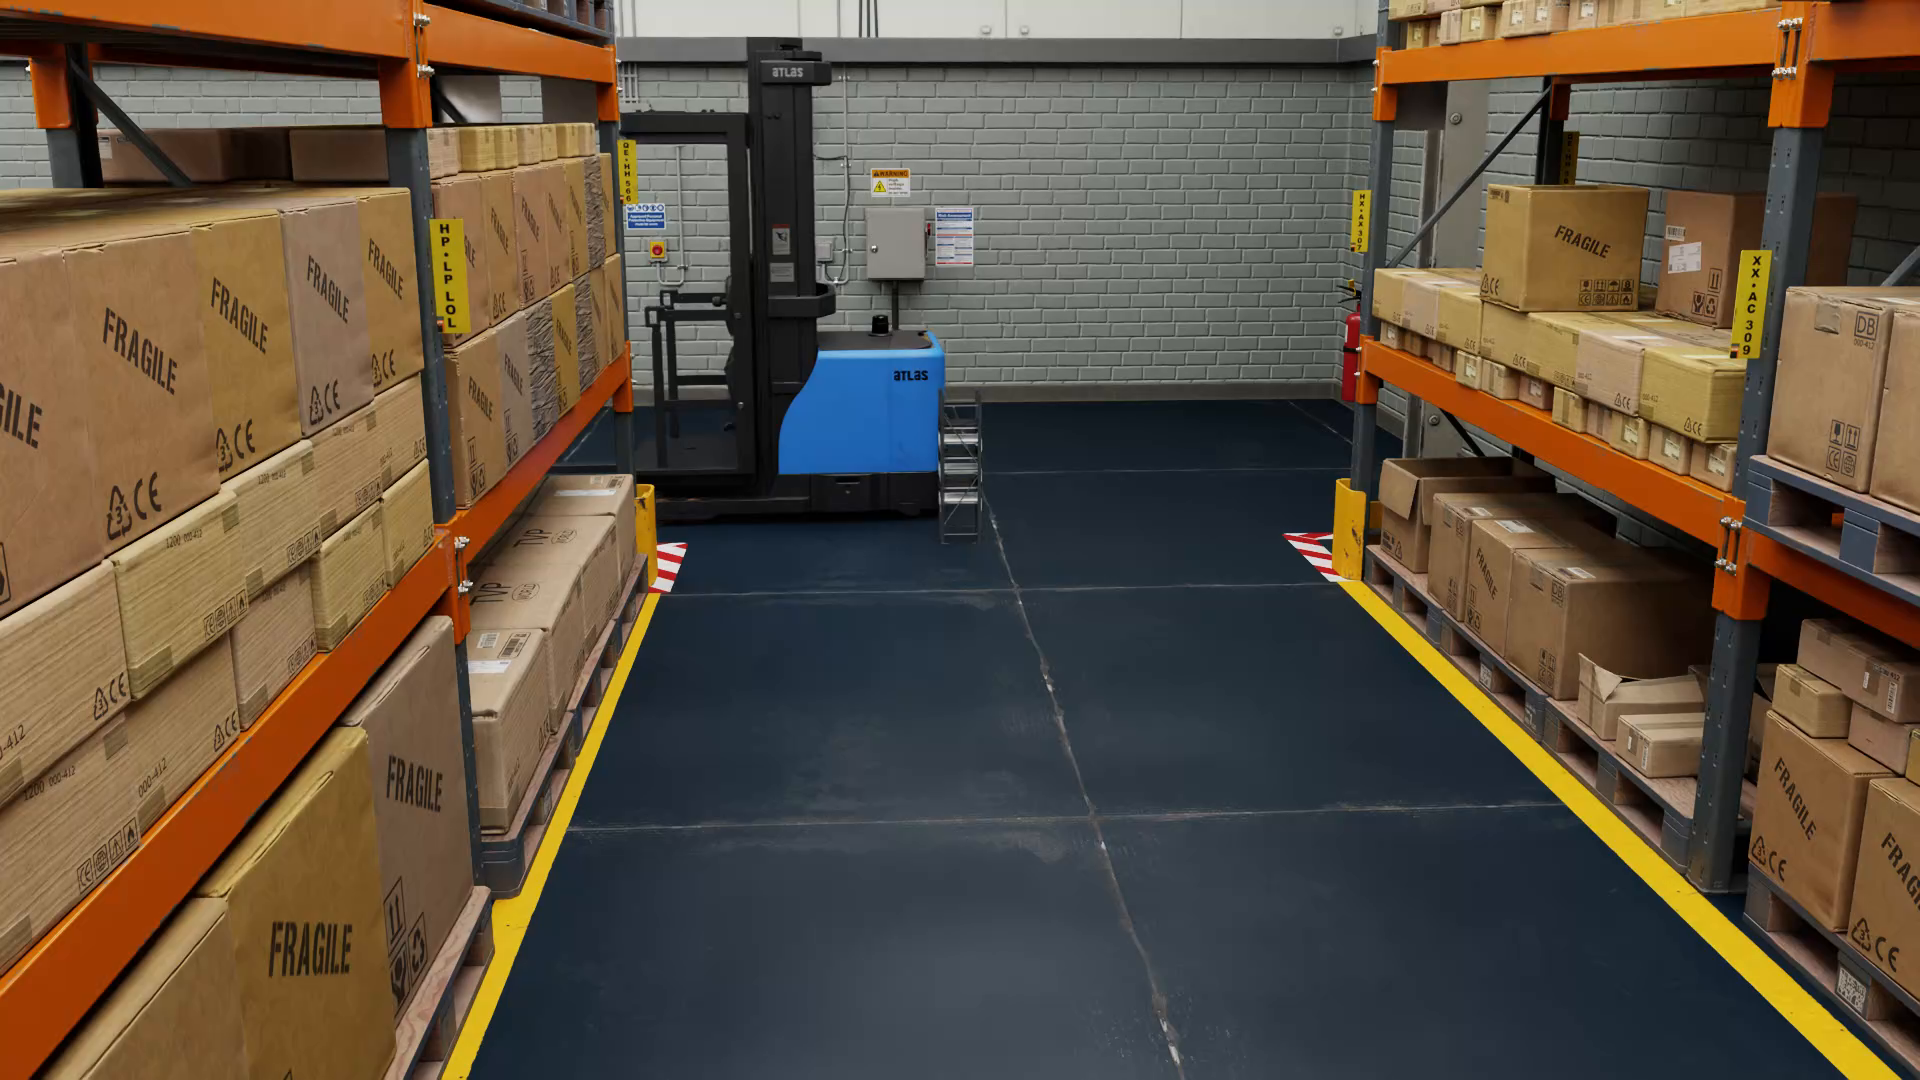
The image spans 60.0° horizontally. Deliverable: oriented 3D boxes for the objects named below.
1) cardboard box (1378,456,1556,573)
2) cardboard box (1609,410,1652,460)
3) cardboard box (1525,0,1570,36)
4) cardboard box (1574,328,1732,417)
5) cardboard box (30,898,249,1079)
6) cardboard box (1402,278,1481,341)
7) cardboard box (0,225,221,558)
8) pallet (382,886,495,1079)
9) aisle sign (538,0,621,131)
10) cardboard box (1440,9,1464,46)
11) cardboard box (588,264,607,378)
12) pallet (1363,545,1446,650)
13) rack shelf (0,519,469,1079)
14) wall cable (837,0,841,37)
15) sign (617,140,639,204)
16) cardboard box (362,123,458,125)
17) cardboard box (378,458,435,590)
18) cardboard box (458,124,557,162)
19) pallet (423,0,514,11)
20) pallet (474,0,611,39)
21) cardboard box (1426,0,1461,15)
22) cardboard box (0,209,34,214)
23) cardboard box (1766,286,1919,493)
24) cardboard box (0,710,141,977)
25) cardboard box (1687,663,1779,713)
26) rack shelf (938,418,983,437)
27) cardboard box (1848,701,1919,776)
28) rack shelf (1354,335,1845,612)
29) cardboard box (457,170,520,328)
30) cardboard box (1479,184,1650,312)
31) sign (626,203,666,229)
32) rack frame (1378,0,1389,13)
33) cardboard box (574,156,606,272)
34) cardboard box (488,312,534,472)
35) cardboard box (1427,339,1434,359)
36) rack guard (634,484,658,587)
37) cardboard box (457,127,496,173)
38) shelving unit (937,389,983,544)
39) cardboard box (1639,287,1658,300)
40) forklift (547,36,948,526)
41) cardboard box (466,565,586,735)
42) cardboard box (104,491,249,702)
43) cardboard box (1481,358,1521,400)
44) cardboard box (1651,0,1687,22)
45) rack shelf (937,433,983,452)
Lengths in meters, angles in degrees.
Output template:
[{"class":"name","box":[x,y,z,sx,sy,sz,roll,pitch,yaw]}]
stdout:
[{"class":"cardboard box","box":[2.635,-0.139,8.716,0.797,0.503,0.637,-1,15,-6]},{"class":"cardboard box","box":[2.590,-0.386,6.012,0.380,0.149,0.250,-1,14,-2]},{"class":"cardboard box","box":[2.498,-2.102,6.661,0.380,0.149,0.250,-1,14,-2]},{"class":"cardboard box","box":[2.619,-0.622,6.130,0.500,0.250,0.500,-1,14,-3]},{"class":"cardboard box","box":[-1.777,1.199,2.767,0.875,0.875,0.875,-1,14,-3]},{"class":"cardboard box","box":[2.483,-1.128,8.093,0.500,0.250,0.500,-1,14,-3]},{"class":"cardboard box","box":[-1.638,-0.268,2.842,0.500,0.500,0.500,-1,14,-3]},{"class":"pallet","box":[-1.891,1.315,4.492,1.003,0.211,1.213,-1,14,-3]},{"class":"aisle sign","box":[-1.957,-2.503,8.517,0.394,0.787,0.004,-1,14,-3]},{"class":"cardboard box","box":[2.434,-2.354,7.641,0.380,0.149,0.250,-1,14,-2]},{"class":"cardboard box","box":[-1.952,-1.029,7.803,0.500,0.500,0.500,-1,14,-5]},{"class":"pallet","box":[2.747,0.269,8.557,1.003,0.211,1.213,-1,14,-3]},{"class":"rack shelf","box":[-1.890,0.620,3.042,1.077,0.370,4.000,-1,14,-3]},{"class":"wall cable","box":[-2.145,-5.548,13.529,2.355,3.000,0.029,-1,14,-3]},{"class":"sign","box":[-1.719,-1.901,8.598,0.100,0.325,0.005,-1,14,-3]},{"class":"cardboard box","box":[-2.527,-1.845,7.667,0.380,0.149,0.250,0,14,-2]},{"class":"cardboard box","box":[-1.735,-0.046,4.486,0.500,0.250,0.500,-1,14,-5]},{"class":"cardboard box","box":[-1.906,-1.665,6.969,0.380,0.149,0.250,-1,14,-2]},{"class":"pallet","box":[-2.054,-1.840,5.315,1.003,0.211,1.213,-1,14,-3]},{"class":"pallet","box":[-2.206,-2.446,7.673,1.003,0.211,1.213,-1,14,-3]},{"class":"cardboard box","box":[2.499,-2.582,7.726,0.500,0.250,0.500,-1,14,-2]},{"class":"cardboard box","box":[-2.186,-0.394,3.331,0.500,0.500,0.500,-1,14,-5]},{"class":"cardboard box","box":[2.747,-0.432,4.642,0.700,0.500,0.500,-1,14,-2]},{"class":"cardboard box","box":[-1.622,0.458,2.529,0.500,0.250,0.500,0,14,-2]},{"class":"cardboard box","box":[3.108,0.598,6.562,0.380,0.149,0.250,-1,14,-4]},{"class":"rack shelf","box":[-0.001,-0.667,9.863,0.258,0.077,0.200,-1,14,-3]},{"class":"cardboard box","box":[2.791,0.550,4.740,0.380,0.149,0.250,-1,14,-5]},{"class":"rack shelf","box":[2.816,-0.453,7.210,1.077,0.370,4.000,-1,14,-3]},{"class":"cardboard box","box":[-1.827,-1.007,5.712,0.500,0.500,0.500,-1,14,-4]},{"class":"cardboard box","box":[2.544,-1.243,7.037,0.500,0.500,0.500,-1,14,-2]},{"class":"sign","box":[-2.687,-2.768,14.224,0.327,0.218,0.001,-1,14,-3]},{"class":"rack frame","box":[2.692,-4.204,8.306,1.000,3.000,0.127,-1,14,-3]},{"class":"cardboard box","box":[-1.933,-1.508,7.660,0.500,0.500,0.500,-1,14,-3]},{"class":"cardboard box","box":[-1.809,-0.521,5.829,0.500,0.500,0.500,-1,14,-3]},{"class":"cardboard box","box":[2.551,-0.964,8.256,0.380,0.149,0.250,-1,14,-4]},{"class":"rack guard","box":[-2.263,-0.016,9.087,1.175,0.500,0.348,-1,14,-3]},{"class":"cardboard box","box":[-1.819,-1.345,5.724,0.380,0.149,0.250,-1,14,-4]},{"class":"shelving unit","box":[-0.001,-0.438,9.922,0.258,0.900,0.210,-1,14,-3]},{"class":"cardboard box","box":[3.042,-1.008,7.629,0.500,0.250,0.500,0,14,-2]},{"class":"forklift","box":[-1.625,-1.647,10.546,3.031,2.935,1.130,-1,14,-5]},{"class":"cardboard box","box":[-2.002,0.431,6.631,0.875,0.438,0.875,-1,14,-5]},{"class":"cardboard box","box":[-1.619,0.090,2.954,0.500,0.250,0.500,-1,14,-2]},{"class":"cardboard box","box":[2.505,-0.705,7.249,0.380,0.149,0.250,-1,14,-2]},{"class":"cardboard box","box":[2.603,-1.848,5.672,0.380,0.149,0.250,0,14,-2]},{"class":"rack shelf","box":[-0.001,-0.580,9.886,0.258,0.077,0.200,-1,14,-3]}]
